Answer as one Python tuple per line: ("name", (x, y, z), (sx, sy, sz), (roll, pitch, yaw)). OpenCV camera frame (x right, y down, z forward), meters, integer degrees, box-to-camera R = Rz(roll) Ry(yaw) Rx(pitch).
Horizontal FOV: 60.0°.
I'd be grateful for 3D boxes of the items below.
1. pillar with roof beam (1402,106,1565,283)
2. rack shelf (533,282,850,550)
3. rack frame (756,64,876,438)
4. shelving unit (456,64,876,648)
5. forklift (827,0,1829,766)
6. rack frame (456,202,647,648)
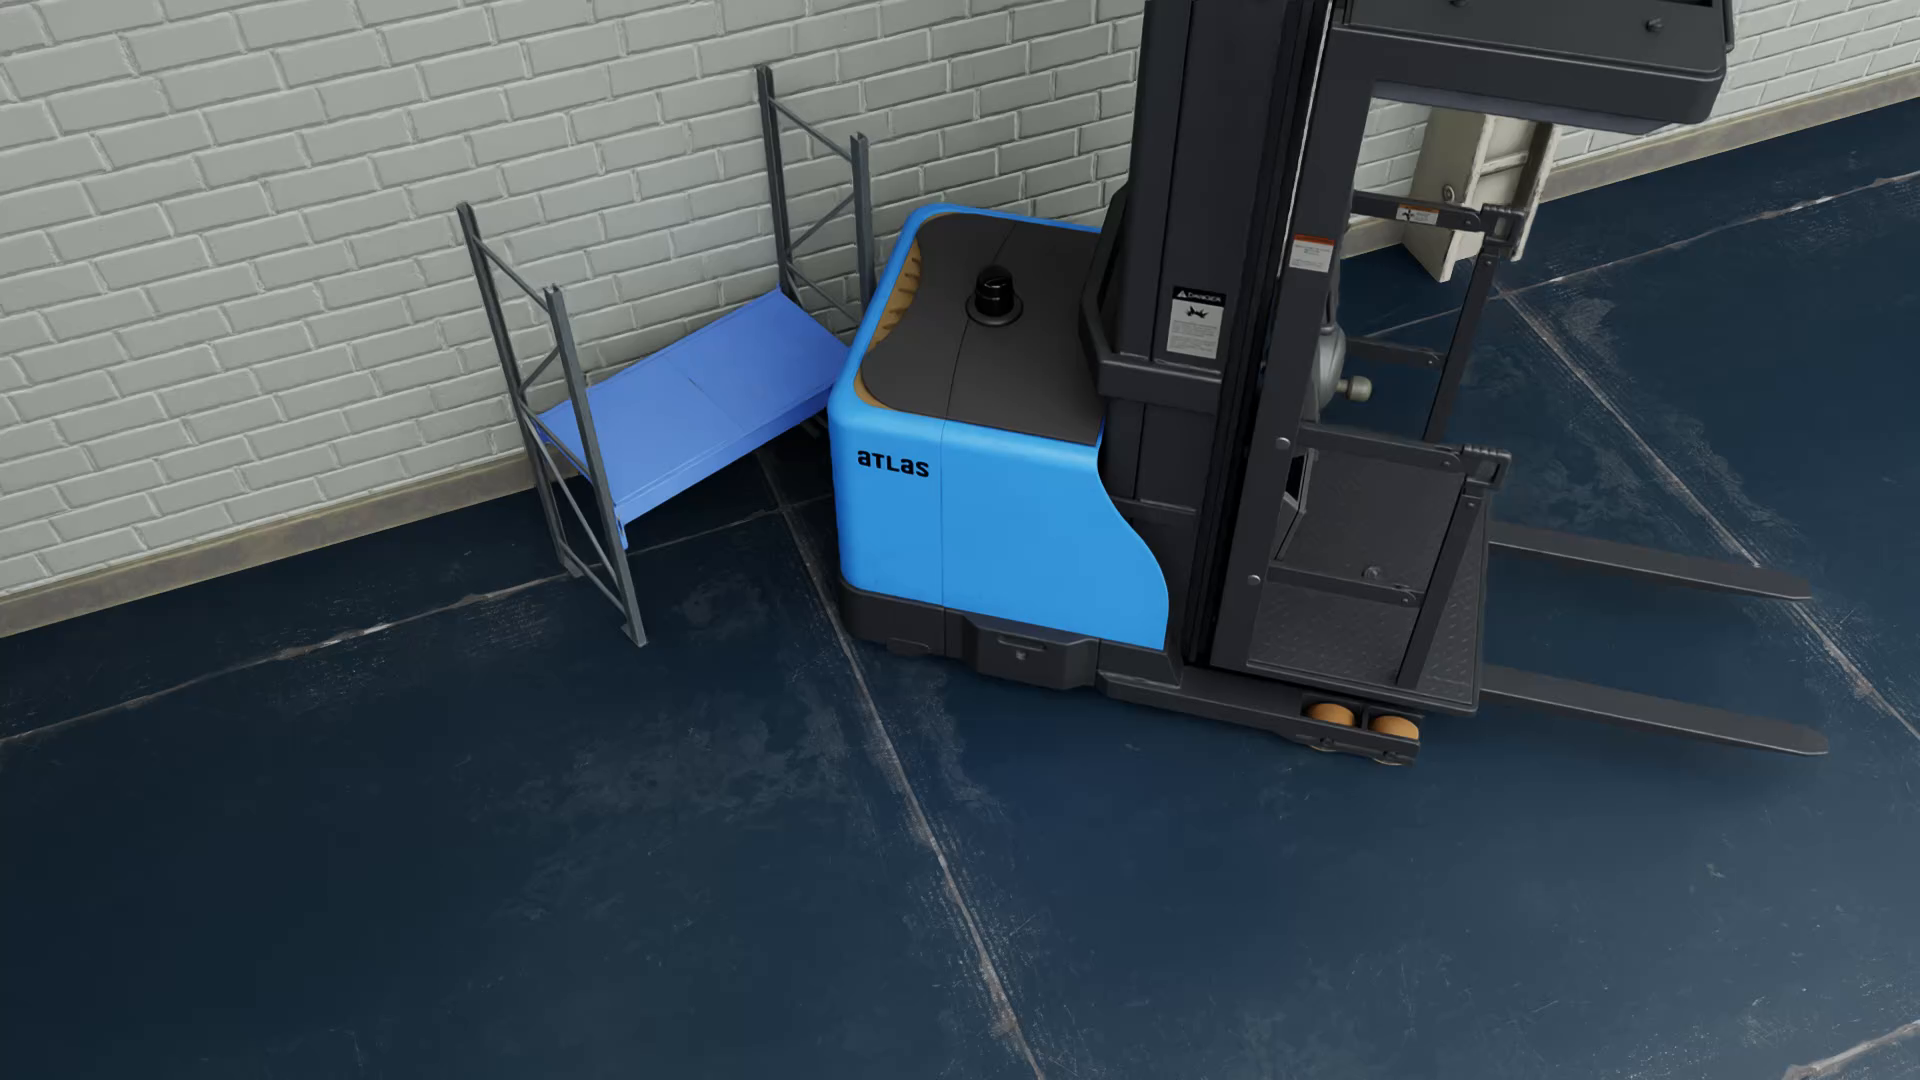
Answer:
("pillar with roof beam", (3.662, -1.098, 0.762), (0.400, 9.000, 9.100), (-17, 52, -14))
("rack shelf", (-0.818, -0.422, 5.357), (1.000, 0.185, 0.538), (-33, 56, -25))
("rack frame", (-0.433, -0.792, 5.438), (0.032, 1.500, 0.500), (-33, 56, -25))
("shelving unit", (-0.819, -0.540, 5.222), (1.048, 1.500, 0.538), (-33, 56, -25))
("forklift", (1.182, -0.707, 4.425), (3.031, 2.935, 1.130), (11, 50, 9))
("rack frame", (-1.204, -0.289, 5.006), (0.032, 1.500, 0.500), (-33, 56, -25))
